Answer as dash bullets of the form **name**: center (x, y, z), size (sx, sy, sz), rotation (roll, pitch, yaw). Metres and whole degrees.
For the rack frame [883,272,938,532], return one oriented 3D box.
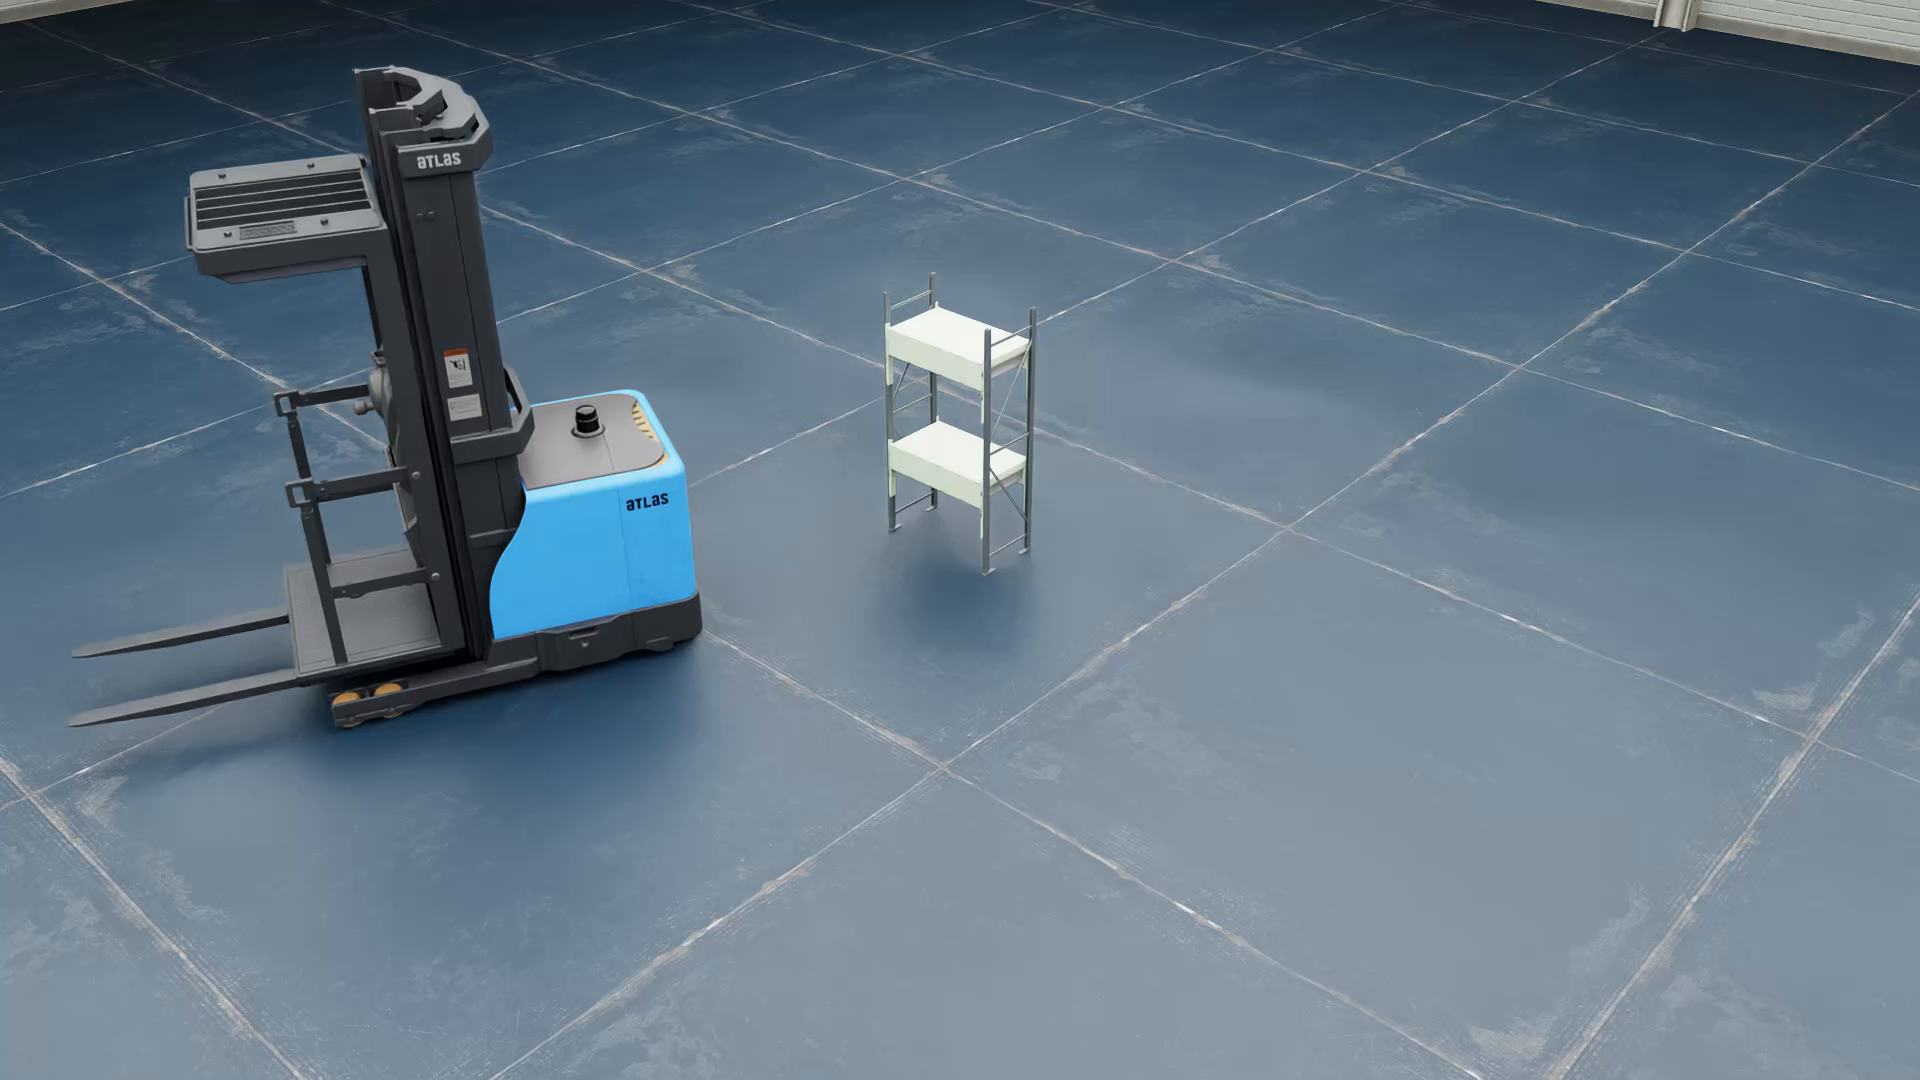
- **rack frame**: center (-0.276, -0.772, 9.522), size (0.023, 1.500, 0.400), rotation (25, 39, 35)

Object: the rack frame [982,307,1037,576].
- **rack frame**: center (0.266, -0.518, 9.101), size (0.023, 1.500, 0.400), rotation (25, 39, 35)

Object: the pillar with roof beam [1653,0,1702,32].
- **pillar with roof beam**: center (5.661, -8.356, 14.850), size (0.400, 9.000, 9.100), rotation (25, 39, 35)

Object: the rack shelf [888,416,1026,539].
- **rack shelf**: center (-0.005, -0.366, 9.480), size (0.720, 0.370, 0.431), rotation (25, 39, 35)

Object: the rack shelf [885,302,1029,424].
- **rack shelf**: center (-0.005, -0.979, 9.110), size (0.720, 0.370, 0.431), rotation (25, 39, 35)

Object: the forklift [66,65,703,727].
- **forklift**: center (-2.927, -0.648, 7.929), size (3.031, 2.935, 1.130), rotation (-12, 33, -19)

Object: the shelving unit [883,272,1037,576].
- **shelving unit**: center (-0.005, -0.645, 9.311), size (0.755, 1.500, 0.431), rotation (25, 39, 35)
